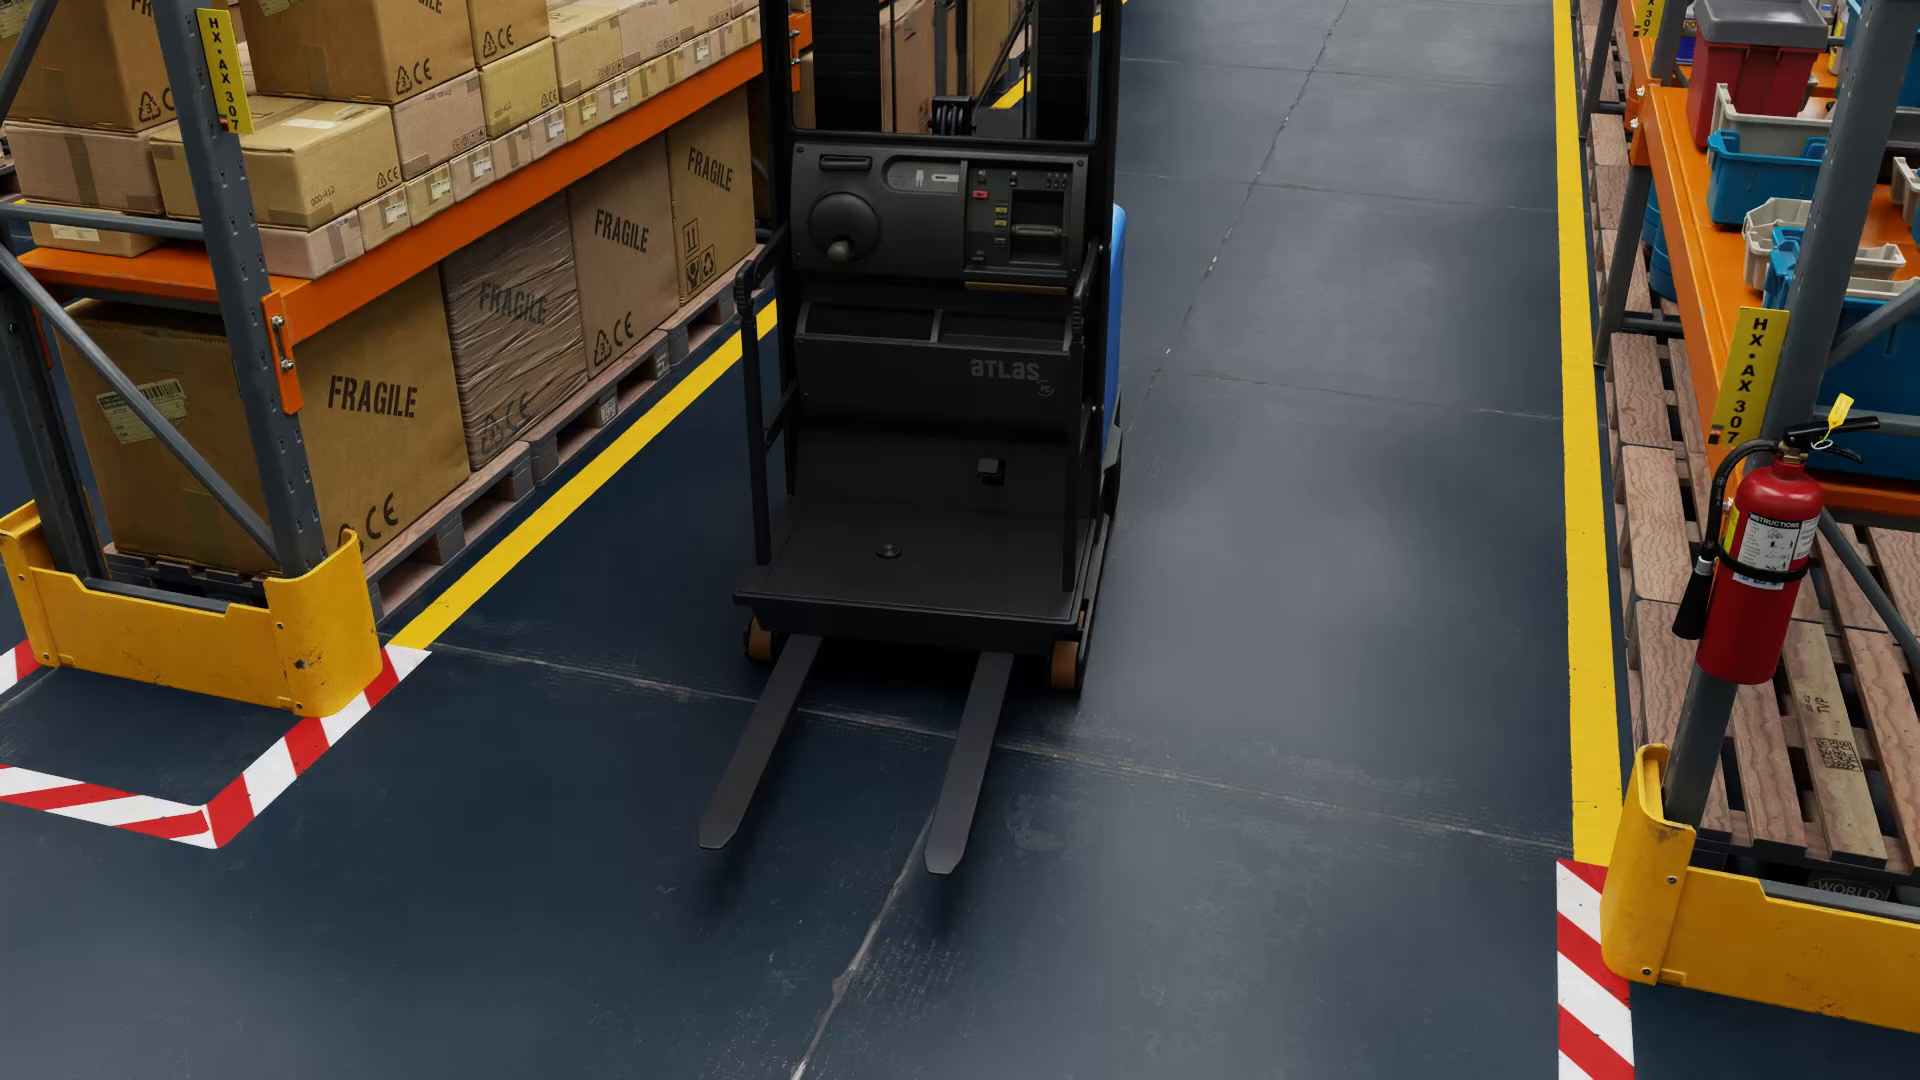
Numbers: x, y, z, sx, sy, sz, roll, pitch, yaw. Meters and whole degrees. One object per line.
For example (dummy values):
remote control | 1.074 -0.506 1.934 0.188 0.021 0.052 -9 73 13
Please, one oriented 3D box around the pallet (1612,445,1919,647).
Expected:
pallet | 2.888 0.068 5.912 1.003 0.211 1.213 8 30 15

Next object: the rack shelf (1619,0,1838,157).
rack shelf | 4.010 -2.682 8.726 1.077 0.370 4.000 8 30 15

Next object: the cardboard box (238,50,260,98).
cardboard box | -2.448 -1.478 5.670 0.500 0.250 0.500 8 30 14

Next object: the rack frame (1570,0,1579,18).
rack frame | 5.771 -5.785 13.563 1.000 3.000 0.127 8 30 15

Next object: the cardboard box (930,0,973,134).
cardboard box | -0.630 -3.157 10.593 1.225 0.875 0.875 9 30 15

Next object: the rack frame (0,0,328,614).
rack frame | -2.486 -0.915 4.809 1.000 3.000 0.127 8 30 15

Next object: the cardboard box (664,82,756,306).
cardboard box | -1.582 -1.734 8.034 0.875 0.875 0.875 8 30 15

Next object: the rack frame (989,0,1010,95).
rack frame | -0.138 -4.633 11.492 1.000 3.000 0.127 8 30 15

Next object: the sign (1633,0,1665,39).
sign | 2.897 -2.267 6.956 0.100 0.325 0.005 8 30 15

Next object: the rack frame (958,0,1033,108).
rack frame | 0.188 -1.599 6.965 0.400 2.100 0.015 5 29 8

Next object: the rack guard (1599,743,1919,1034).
rack guard | 2.254 0.897 4.123 1.175 0.500 0.348 8 30 15

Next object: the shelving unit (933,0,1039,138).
shelving unit | 0.148 -1.484 6.753 0.431 2.100 0.503 5 29 8

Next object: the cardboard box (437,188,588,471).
cardboard box | -2.108 -0.902 6.539 0.875 0.875 0.875 8 30 15

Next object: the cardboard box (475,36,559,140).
cardboard box | -1.790 -1.639 5.960 0.500 0.250 0.500 7 30 13

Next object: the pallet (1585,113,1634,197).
pallet | 4.405 -2.335 10.230 1.003 0.211 1.213 8 30 15

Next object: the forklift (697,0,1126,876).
forklift | -0.103 -0.983 5.001 1.130 2.935 3.031 5 29 8

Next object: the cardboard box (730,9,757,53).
cardboard box | -1.164 -2.356 7.658 0.380 0.149 0.250 9 30 16

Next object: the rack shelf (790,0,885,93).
rack shelf | -0.725 -3.389 9.996 1.077 0.370 4.000 8 30 15

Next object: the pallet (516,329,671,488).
pallet | -1.966 -0.644 7.191 1.003 0.211 1.213 8 30 15

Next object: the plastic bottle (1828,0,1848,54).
plastic bottle | 4.030 -2.344 7.505 0.152 0.276 0.135 8 30 15

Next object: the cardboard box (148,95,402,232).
cardboard box | -2.087 -1.164 5.105 0.500 0.250 0.500 8 30 14

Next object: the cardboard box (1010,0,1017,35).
cardboard box | 0.039 -4.047 12.558 0.700 0.500 0.500 7 30 12

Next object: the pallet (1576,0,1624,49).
pallet | 5.577 -4.196 13.575 1.003 0.211 1.213 8 30 15

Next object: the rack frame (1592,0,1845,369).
rack frame | 3.423 -2.067 6.880 1.000 3.000 0.127 8 30 15

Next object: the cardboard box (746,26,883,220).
cardboard box | -1.143 -2.329 9.105 1.225 0.875 0.875 9 30 15

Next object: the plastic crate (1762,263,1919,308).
plastic crate | 2.414 -0.657 4.554 0.396 0.136 0.243 8 30 15

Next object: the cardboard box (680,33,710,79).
cardboard box | -1.315 -2.117 7.229 0.380 0.149 0.250 9 30 16

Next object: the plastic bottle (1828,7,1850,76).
plastic bottle | 3.848 -2.182 7.137 0.144 0.351 0.185 8 30 15

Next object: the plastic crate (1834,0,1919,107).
plastic crate | 3.612 -1.821 6.392 0.392 0.384 0.575 8 30 15

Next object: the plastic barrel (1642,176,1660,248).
plastic barrel | 3.806 -1.913 8.330 0.600 0.901 0.708 8 30 15

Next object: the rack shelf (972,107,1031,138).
rack shelf | 0.148 -1.472 6.760 0.431 0.518 0.480 5 29 8

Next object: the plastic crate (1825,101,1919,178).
plastic crate | 3.351 -1.415 5.929 0.437 0.125 0.590 8 30 15

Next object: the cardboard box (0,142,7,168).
cardboard box | -5.813 -2.235 9.683 0.380 0.149 0.250 9 30 16

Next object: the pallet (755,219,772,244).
pallet | -1.158 -1.925 9.493 1.003 0.211 1.213 8 30 15

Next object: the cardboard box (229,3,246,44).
cardboard box | -5.259 -3.417 11.446 0.500 0.500 0.500 9 30 16

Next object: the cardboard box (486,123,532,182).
cardboard box | -1.767 -1.401 5.941 0.380 0.149 0.250 8 30 14

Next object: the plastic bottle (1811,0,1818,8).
plastic bottle | 4.049 -2.626 8.012 0.152 0.276 0.135 8 30 15

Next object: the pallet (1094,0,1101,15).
pallet | 0.809 -4.911 14.861 1.003 0.211 1.213 8 30 15

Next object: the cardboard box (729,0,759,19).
cardboard box | -1.191 -2.596 7.679 0.500 0.250 0.500 8 30 14

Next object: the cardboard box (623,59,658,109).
cardboard box | -1.465 -1.878 6.799 0.380 0.149 0.250 8 30 14

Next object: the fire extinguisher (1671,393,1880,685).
fire extinguisher | 1.770 -0.006 3.639 0.296 0.674 0.183 8 30 15

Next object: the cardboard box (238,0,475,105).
cardboard box | -1.941 -1.724 5.341 0.500 0.500 0.500 8 30 14

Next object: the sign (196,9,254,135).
sign | -1.958 -1.246 4.432 0.100 0.325 0.005 8 30 15

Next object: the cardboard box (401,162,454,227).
cardboard box | -1.918 -1.162 5.511 0.380 0.149 0.250 8 30 14

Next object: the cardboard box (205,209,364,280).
cardboard box | -2.067 -0.923 5.082 0.380 0.149 0.250 9 30 15

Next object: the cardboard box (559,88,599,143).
cardboard box | -1.616 -1.638 6.368 0.380 0.149 0.250 8 30 14

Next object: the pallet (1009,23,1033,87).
pallet | 0.093 -3.777 12.823 1.003 0.211 1.213 8 30 15

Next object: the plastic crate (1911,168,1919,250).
plastic crate | 3.110 -0.980 5.037 0.416 0.233 0.300 8 30 15

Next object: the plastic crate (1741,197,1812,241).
plastic crate | 2.541 -0.930 5.045 0.298 0.136 0.250 8 30 15

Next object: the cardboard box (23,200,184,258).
cardboard box | -2.697 -1.018 5.252 0.380 0.149 0.250 9 30 16

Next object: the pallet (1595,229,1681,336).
pallet | 3.689 -1.201 8.192 1.003 0.211 1.213 8 30 15

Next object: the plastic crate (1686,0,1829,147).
plastic crate | 2.921 -1.742 6.169 0.402 0.464 0.583 8 30 15

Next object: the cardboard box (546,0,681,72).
cardboard box | -1.490 -2.118 6.819 0.500 0.250 0.500 9 30 16

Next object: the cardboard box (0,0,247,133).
cardboard box | -2.595 -1.571 5.066 0.500 0.500 0.500 9 30 15

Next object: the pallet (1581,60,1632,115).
pallet | 4.861 -3.062 11.537 1.003 0.211 1.213 8 30 15
